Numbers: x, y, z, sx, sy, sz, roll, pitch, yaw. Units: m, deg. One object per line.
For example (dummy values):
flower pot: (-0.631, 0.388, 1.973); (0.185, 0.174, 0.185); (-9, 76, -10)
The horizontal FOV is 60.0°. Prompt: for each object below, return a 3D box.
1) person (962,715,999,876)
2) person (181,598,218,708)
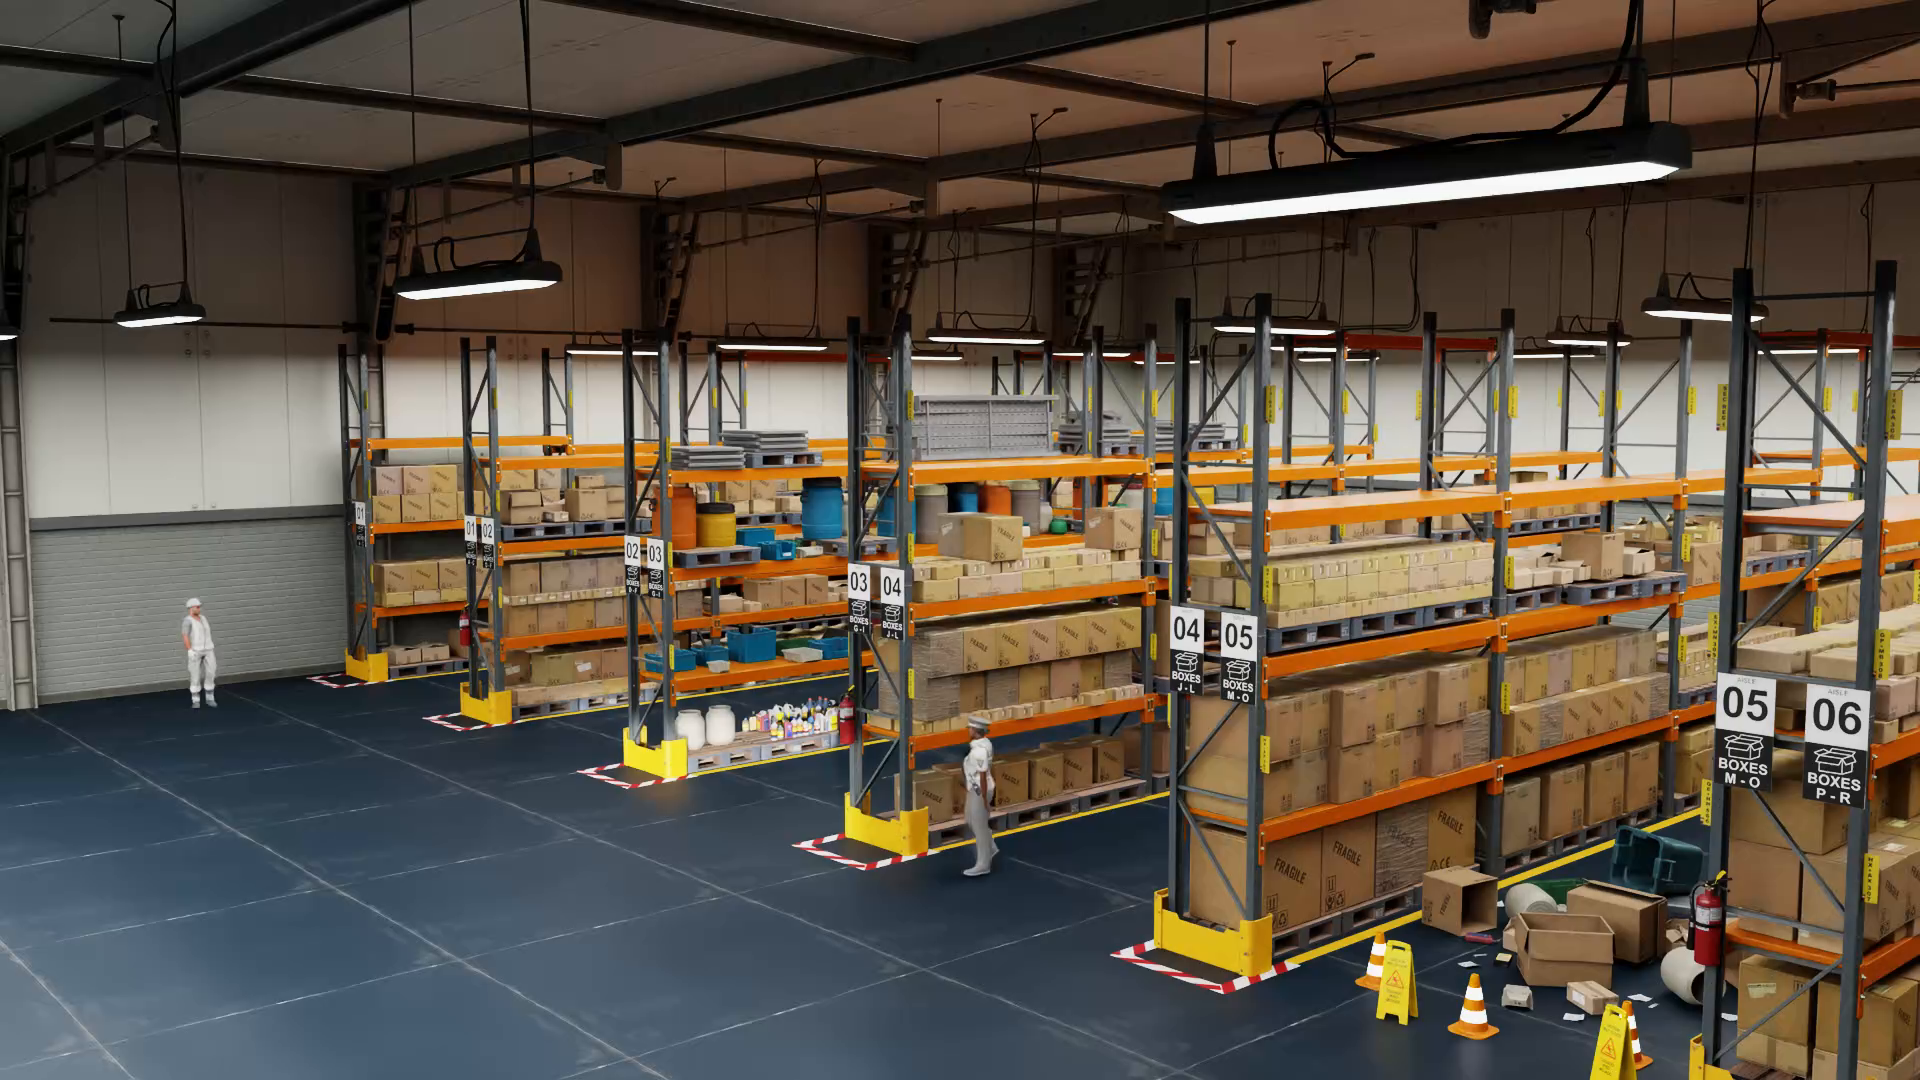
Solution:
person: (0.223, 2.725, 17.868); (0.412, 1.690, 0.561); (0, 5, 0)
person: (-12.395, 1.857, 27.151); (0.619, 1.820, 0.596); (5, 7, 43)
